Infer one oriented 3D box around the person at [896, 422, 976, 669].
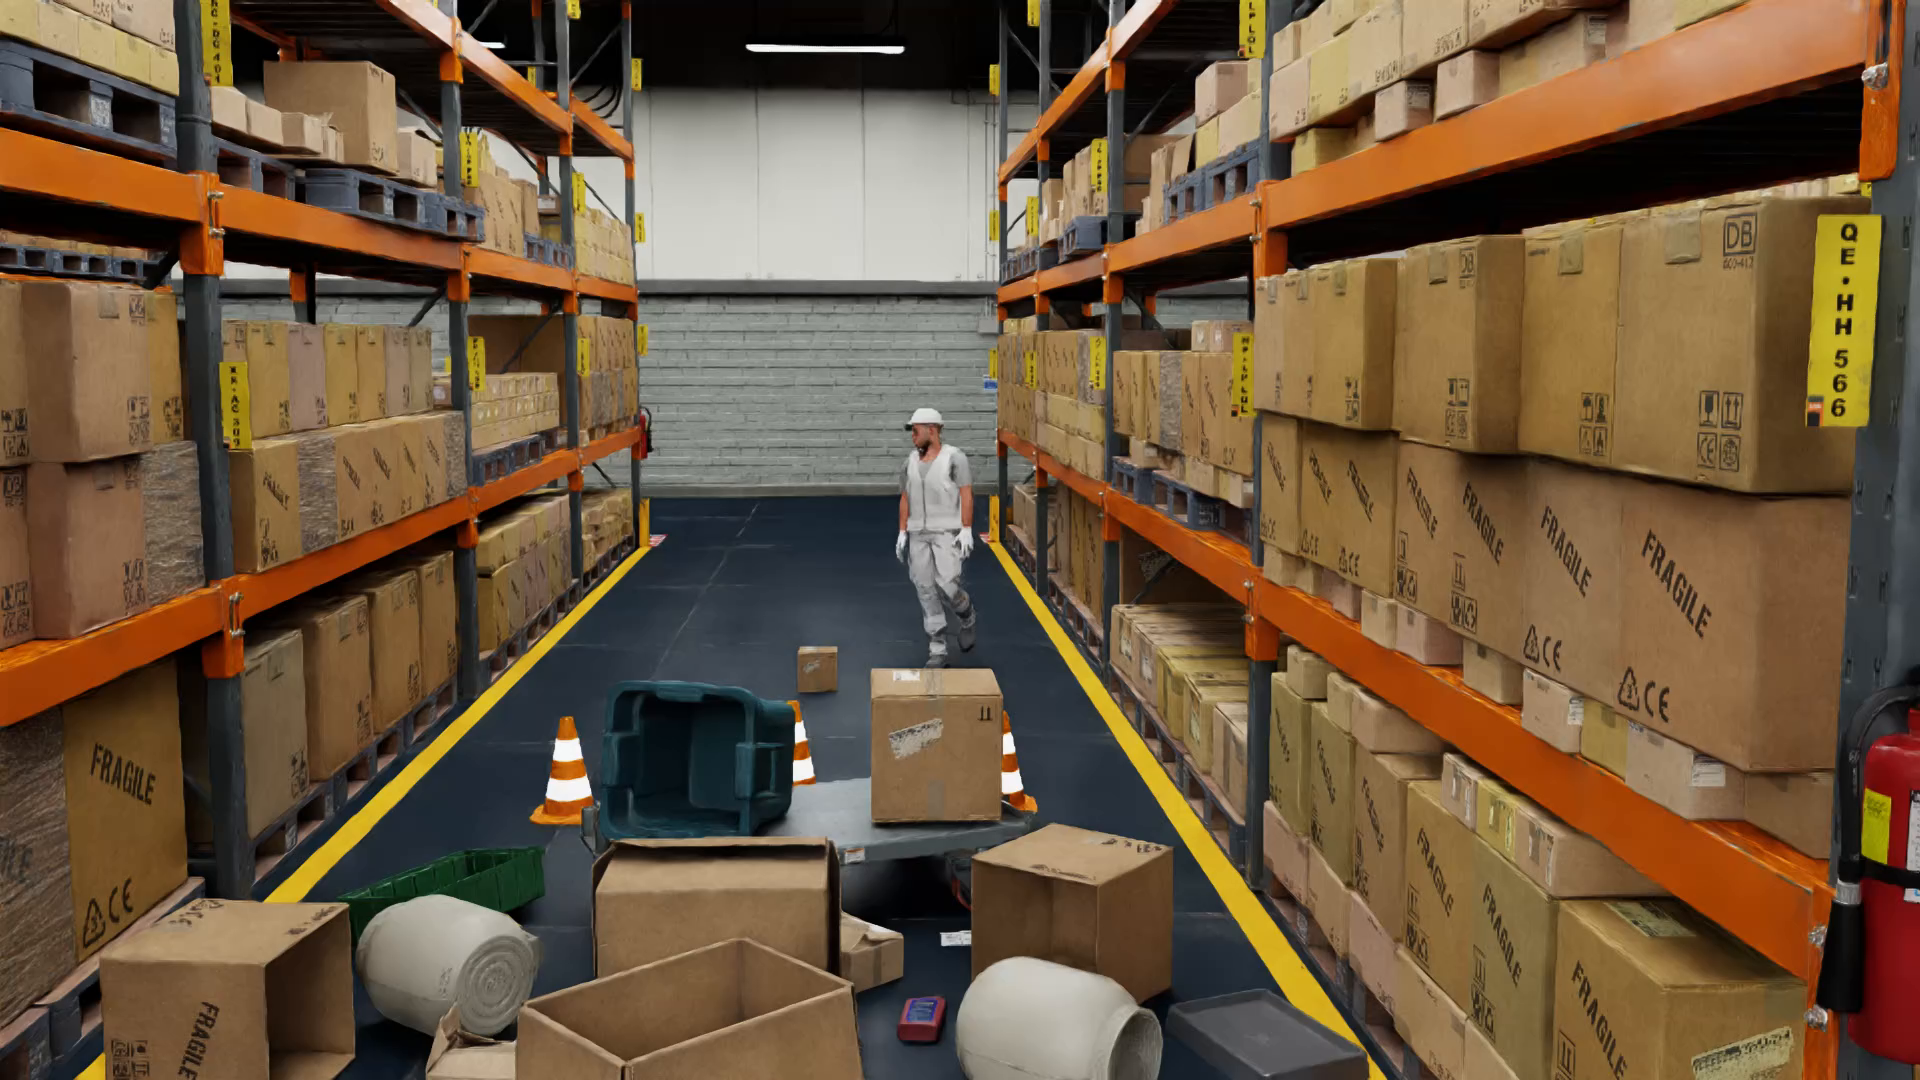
[{"bbox_3d":[-13.701,1.020,2.807,17.352,1.721,27.931,3,8,26],"label":"person"}]
